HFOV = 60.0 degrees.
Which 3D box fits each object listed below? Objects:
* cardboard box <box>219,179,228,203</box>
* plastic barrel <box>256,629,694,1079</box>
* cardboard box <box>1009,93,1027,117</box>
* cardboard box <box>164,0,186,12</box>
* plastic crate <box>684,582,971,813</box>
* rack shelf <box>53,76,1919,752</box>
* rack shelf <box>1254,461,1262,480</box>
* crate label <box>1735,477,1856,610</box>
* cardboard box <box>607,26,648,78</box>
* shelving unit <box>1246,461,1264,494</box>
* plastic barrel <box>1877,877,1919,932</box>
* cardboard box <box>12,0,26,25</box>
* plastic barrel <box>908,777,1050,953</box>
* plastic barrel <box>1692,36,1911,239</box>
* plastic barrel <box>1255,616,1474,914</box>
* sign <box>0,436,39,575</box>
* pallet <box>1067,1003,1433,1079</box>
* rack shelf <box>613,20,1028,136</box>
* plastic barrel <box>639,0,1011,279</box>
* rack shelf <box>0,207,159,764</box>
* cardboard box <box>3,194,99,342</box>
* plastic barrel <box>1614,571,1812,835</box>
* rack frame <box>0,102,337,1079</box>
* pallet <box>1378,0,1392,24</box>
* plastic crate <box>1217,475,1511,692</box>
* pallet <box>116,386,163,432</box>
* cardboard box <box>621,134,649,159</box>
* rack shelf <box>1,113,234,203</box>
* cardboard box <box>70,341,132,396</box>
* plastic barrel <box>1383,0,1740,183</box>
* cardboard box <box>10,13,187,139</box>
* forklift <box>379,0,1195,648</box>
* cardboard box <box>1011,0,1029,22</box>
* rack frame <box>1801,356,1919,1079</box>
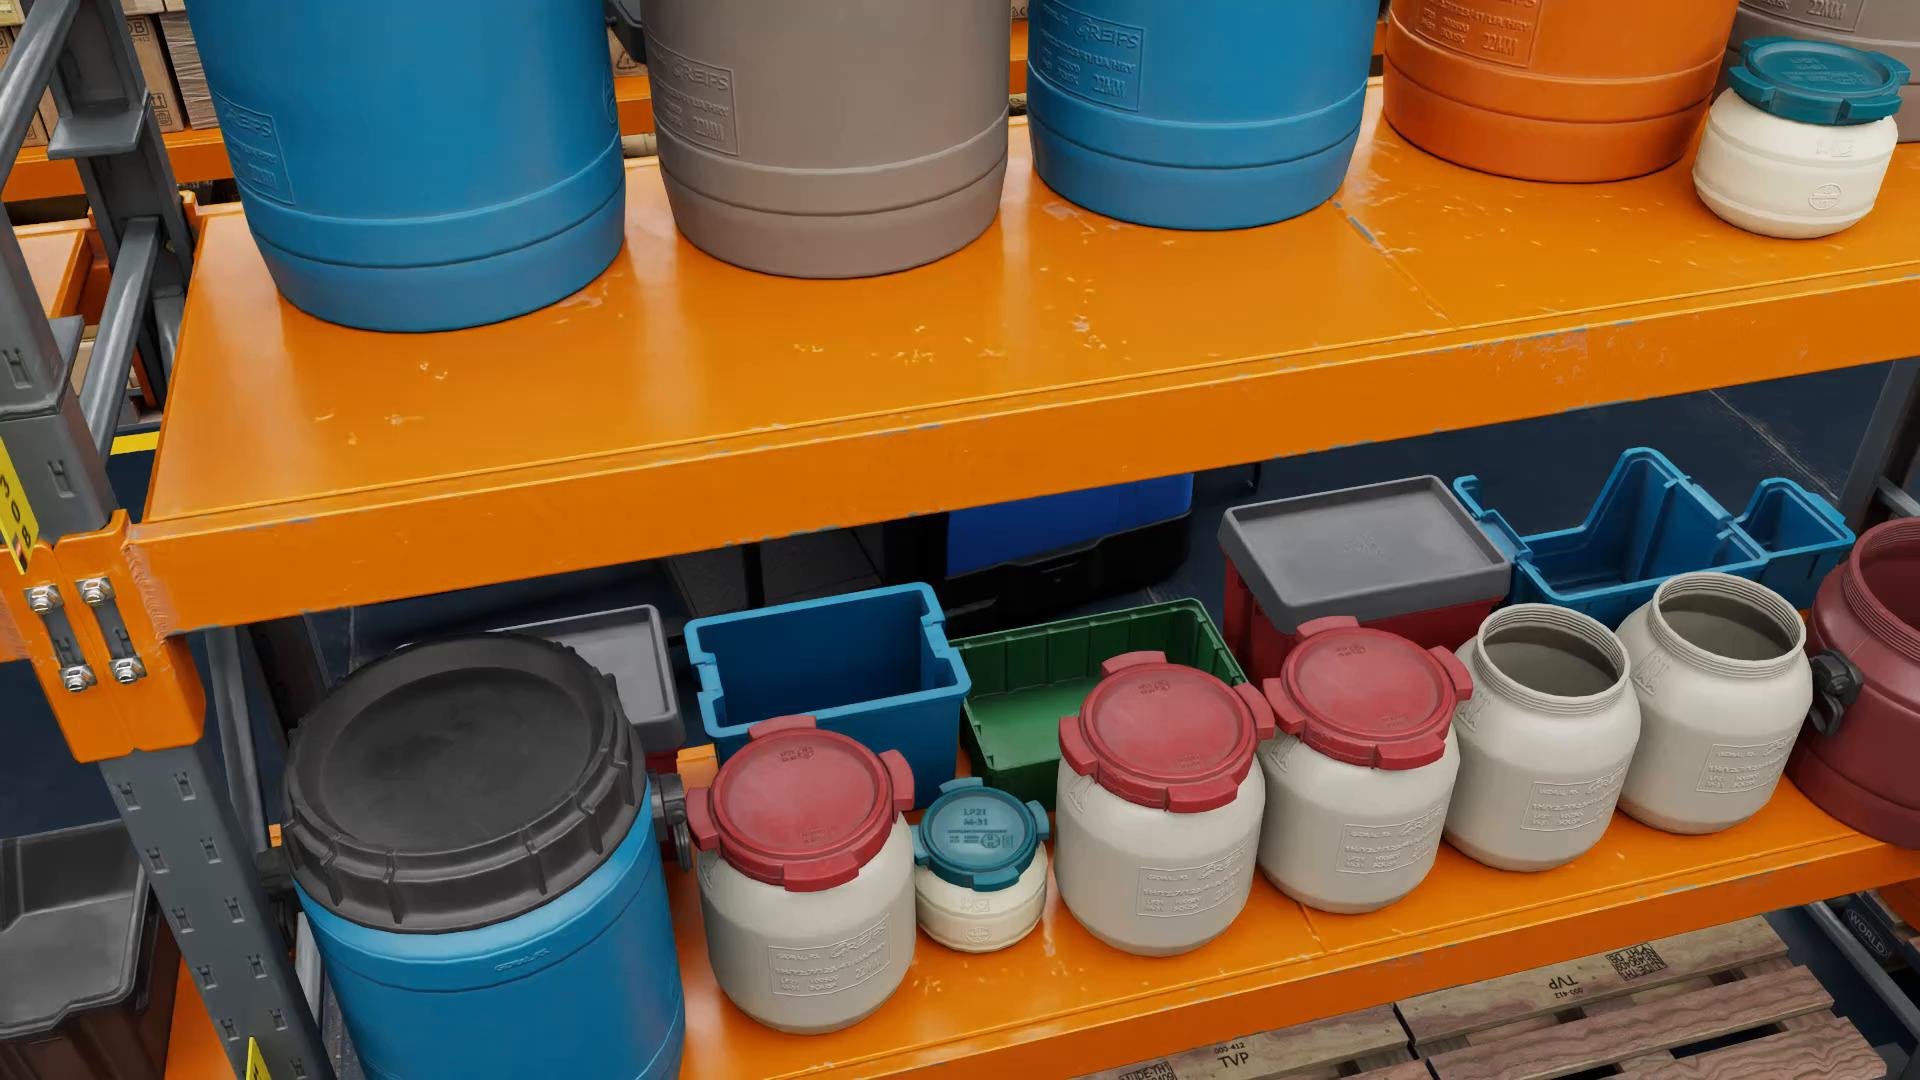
[{"bbox_3d":[-3.578,-1.549,7.606,0.500,0.500,0.500,-9,38,-12],"label":"cardboard box"},{"bbox_3d":[-0.829,0.673,2.988,0.708,0.901,0.600,-9,38,-12],"label":"plastic barrel"},{"bbox_3d":[0.206,-2.082,8.459,0.500,0.311,0.500,-10,39,-13],"label":"cardboard box"},{"bbox_3d":[-3.014,-2.241,6.594,0.250,0.149,0.380,-10,39,-13],"label":"cardboard box"},{"bbox_3d":[-0.297,0.405,3.765,0.575,0.384,0.392,-9,38,-12],"label":"plastic crate"},{"bbox_3d":[0.650,-0.466,3.014,4.000,0.370,1.077,-9,38,-12],"label":"rack shelf"},{"bbox_3d":[0.953,-0.516,6.872,0.480,0.518,0.431,-14,40,-18],"label":"rack shelf"},{"bbox_3d":[2.077,0.036,4.372,0.416,0.233,0.303,-9,38,-12],"label":"crate label"},{"bbox_3d":[-1.314,-2.385,7.317,0.500,0.500,0.500,-7,38,-9],"label":"cardboard box"},{"bbox_3d":[0.953,-1.083,6.438,0.503,2.100,0.431,-14,40,-18],"label":"shelving unit"},{"bbox_3d":[3.049,0.730,4.767,0.708,0.830,0.600,-9,38,-12],"label":"plastic barrel"},{"bbox_3d":[-3.520,-2.155,6.483,0.250,0.149,0.380,-9,38,-12],"label":"cardboard box"},{"bbox_3d":[0.037,0.691,3.491,0.301,0.262,0.301,0,37,0],"label":"plastic barrel"},{"bbox_3d":[1.414,-0.676,2.809,0.301,0.262,0.301,0,37,0],"label":"plastic barrel"},{"bbox_3d":[0.826,0.494,3.523,0.433,0.535,0.433,0,37,0],"label":"plastic barrel"},{"bbox_3d":[-1.148,-0.114,1.955,0.005,0.325,0.100,-9,38,-12],"label":"sign"},{"bbox_3d":[0.647,1.521,4.588,1.213,0.211,1.003,-9,38,-12],"label":"pallet"},{"bbox_3d":[-0.638,-2.181,7.724,4.000,0.370,1.077,-9,38,-12],"label":"rack shelf"},{"bbox_3d":[-0.215,-0.946,2.636,0.600,0.901,0.600,0,37,0],"label":"plastic barrel"},{"bbox_3d":[-3.211,0.167,2.186,4.000,0.370,1.077,-9,38,-12],"label":"rack shelf"},{"bbox_3d":[-3.927,-1.167,7.107,0.500,0.500,0.500,-9,38,-12],"label":"cardboard box"},{"bbox_3d":[1.644,0.366,3.710,0.421,0.512,0.421,0,37,0],"label":"plastic barrel"},{"bbox_3d":[-1.281,0.756,3.293,0.127,3.000,1.000,-9,38,-12],"label":"rack frame"},{"bbox_3d":[1.929,-2.856,8.173,1.003,0.211,1.213,-9,38,-12],"label":"pallet"},{"bbox_3d":[0.941,0.174,4.002,0.583,0.464,0.402,-9,38,-12],"label":"plastic crate"},{"bbox_3d":[-3.347,-0.941,7.806,1.213,0.211,1.003,-9,38,-12],"label":"pallet"},{"bbox_3d":[-1.752,-1.766,8.045,0.500,0.311,0.500,-8,38,-11],"label":"cardboard box"},{"bbox_3d":[-4.499,-1.547,6.896,4.000,0.370,1.077,-9,38,-12],"label":"rack shelf"},{"bbox_3d":[-3.923,-0.862,7.325,0.500,0.250,0.500,-9,38,-12],"label":"cardboard box"},{"bbox_3d":[1.100,-1.133,2.940,0.708,0.830,0.600,-9,38,-12],"label":"plastic barrel"},{"bbox_3d":[-3.503,-2.028,6.850,0.500,0.500,0.700,-10,38,-12],"label":"cardboard box"},{"bbox_3d":[-0.660,-0.964,5.598,3.031,2.935,1.130,-14,40,-18],"label":"forklift"},{"bbox_3d":[0.379,-2.720,7.910,0.500,0.311,0.500,-10,38,-12],"label":"cardboard box"},{"bbox_3d":[2.581,0.122,4.121,0.127,3.000,1.000,-9,38,-12],"label":"rack frame"}]
